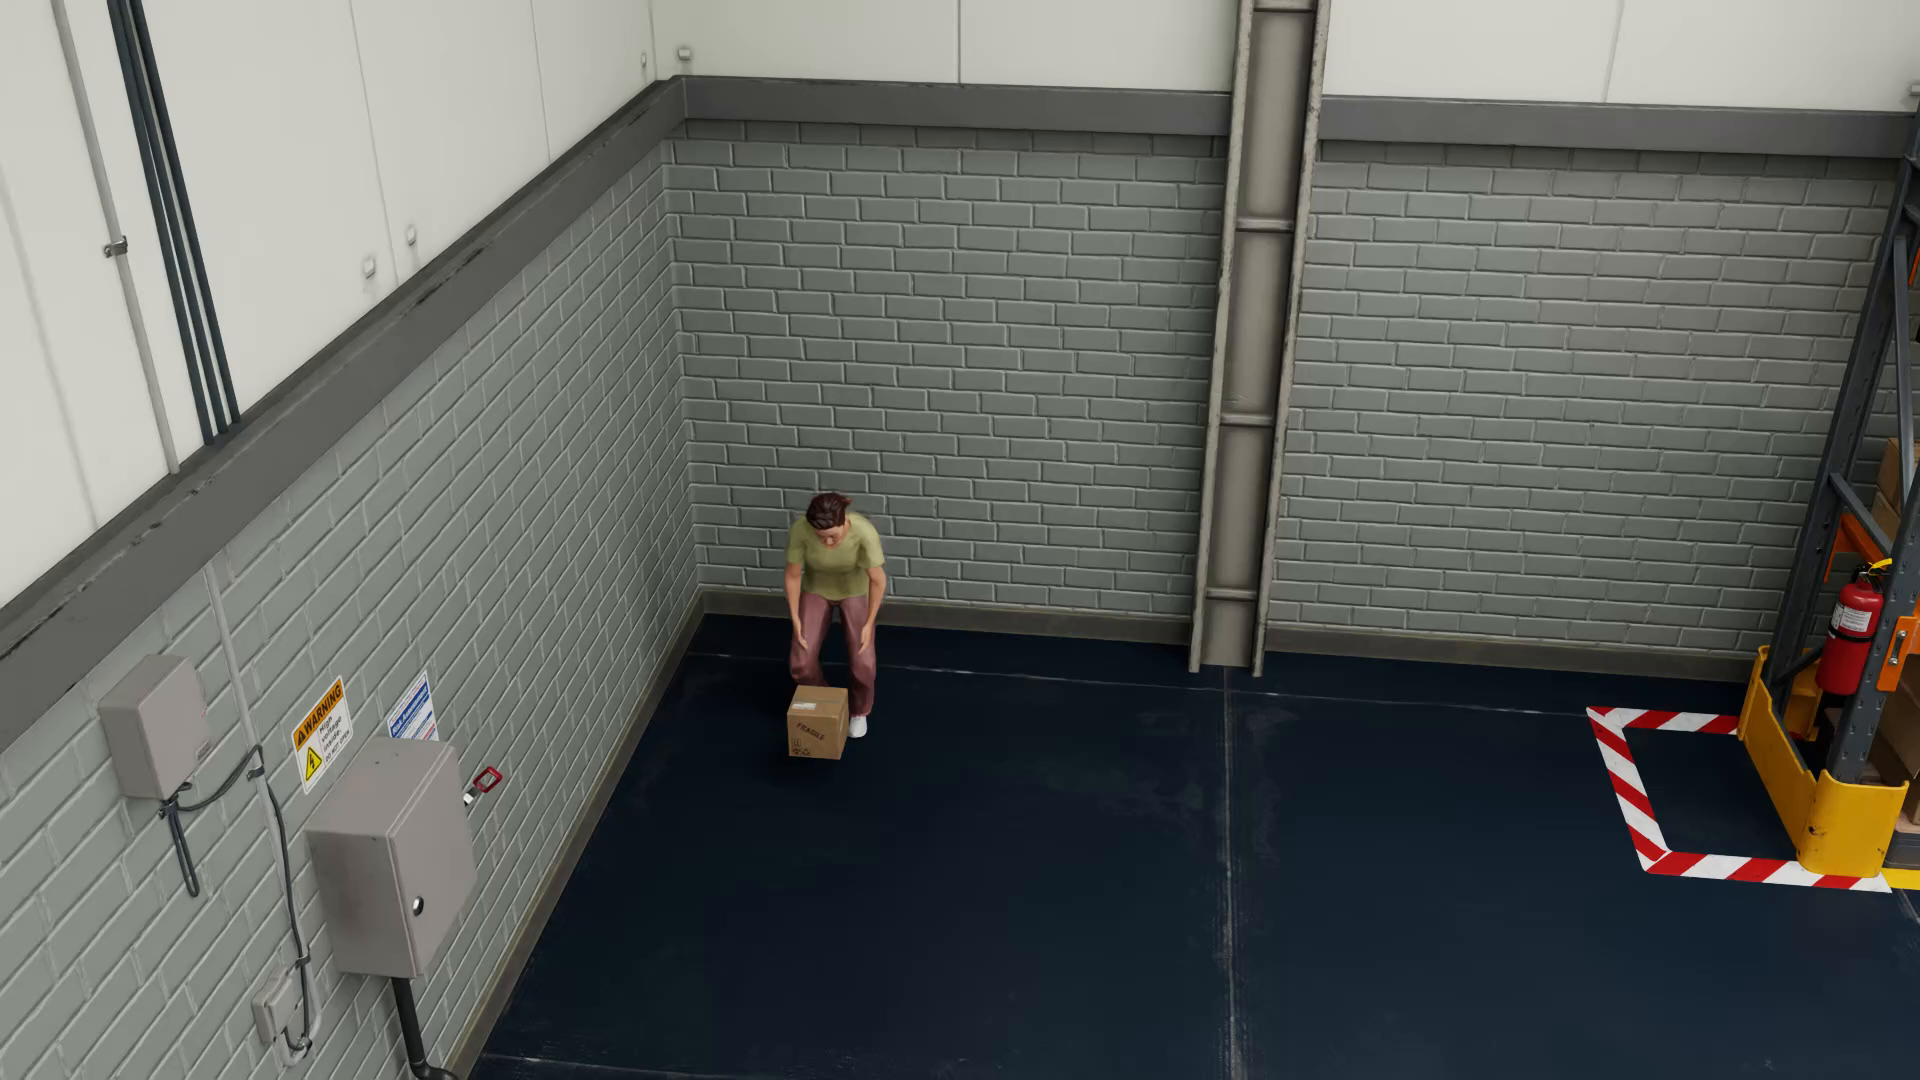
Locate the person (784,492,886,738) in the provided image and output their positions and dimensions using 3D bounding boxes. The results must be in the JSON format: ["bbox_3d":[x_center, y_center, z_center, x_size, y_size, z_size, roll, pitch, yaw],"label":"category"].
[{"bbox_3d":[-0.605,0.336,8.255,0.507,1.444,0.596,4,29,7],"label":"person"}]
